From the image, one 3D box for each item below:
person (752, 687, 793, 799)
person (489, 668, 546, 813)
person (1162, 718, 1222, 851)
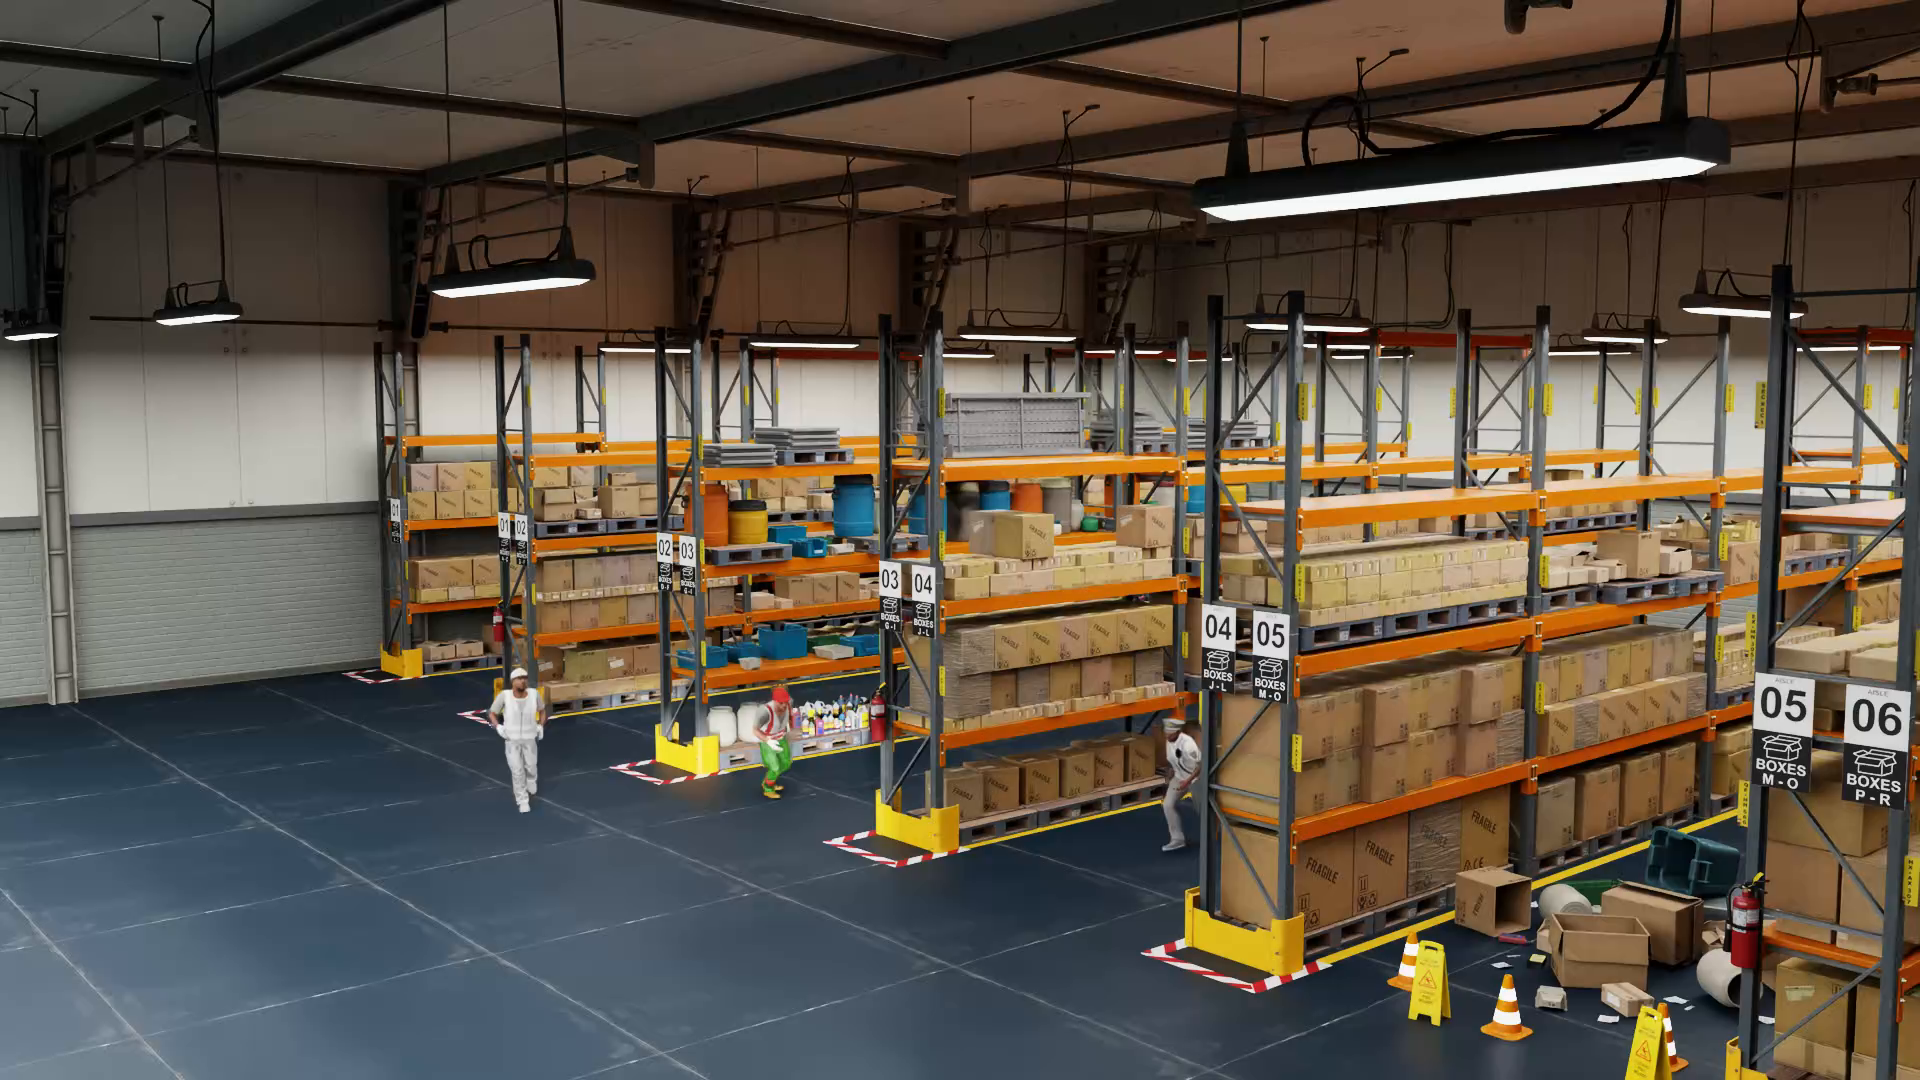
[{"bbox_3d":[-2.341,2.527,20.824,0.689,1.493,0.979,-5,7,-42],"label":"person"},{"bbox_3d":[-5.445,2.438,20.493,0.682,1.758,0.694,-2,6,-20],"label":"person"},{"bbox_3d":[2.629,2.701,18.742,1.024,1.505,0.585,-5,7,-41],"label":"person"}]
